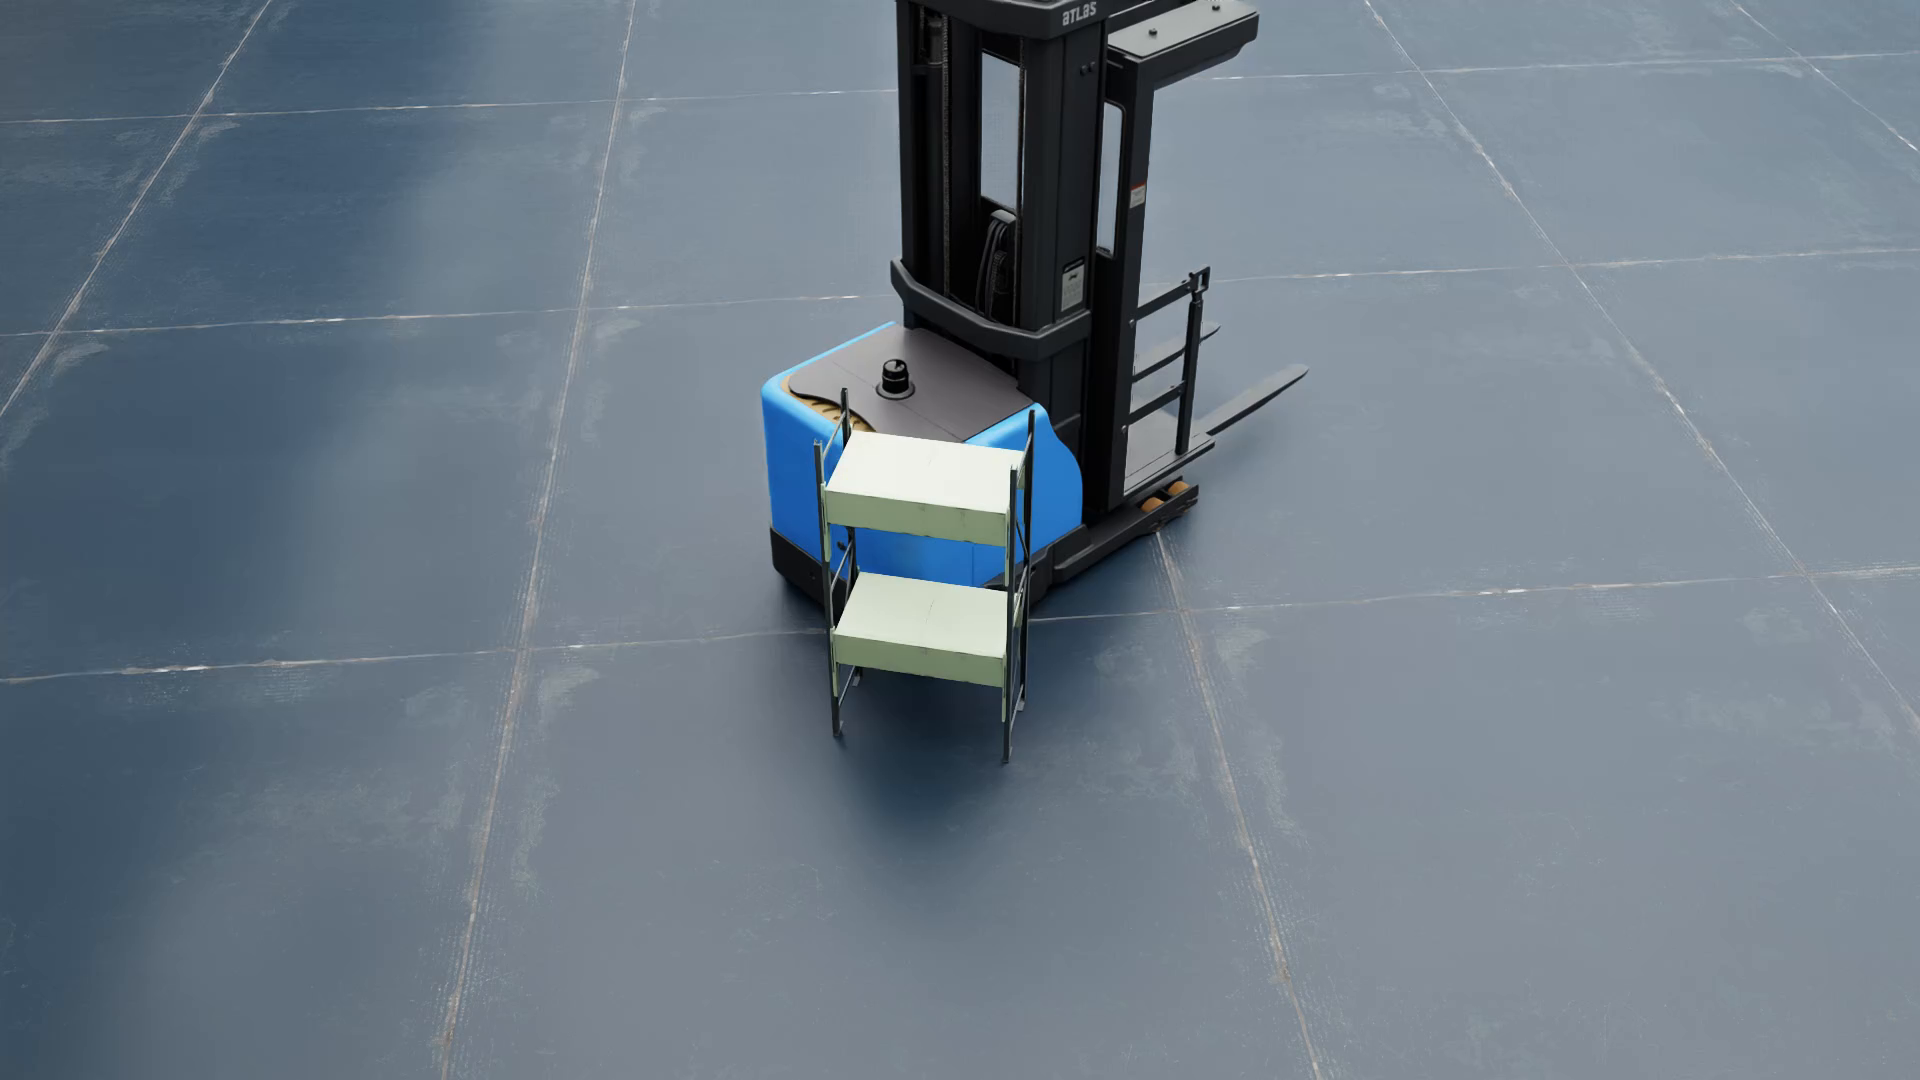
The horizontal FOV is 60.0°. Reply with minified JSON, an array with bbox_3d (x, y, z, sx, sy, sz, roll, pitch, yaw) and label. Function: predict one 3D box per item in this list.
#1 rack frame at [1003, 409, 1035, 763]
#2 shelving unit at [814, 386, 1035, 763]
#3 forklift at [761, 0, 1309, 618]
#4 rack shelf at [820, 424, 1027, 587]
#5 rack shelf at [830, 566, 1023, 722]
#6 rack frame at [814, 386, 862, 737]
[{"bbox_3d":[0.232,0.216,6.588,0.023,1.500,0.400,8,39,10],"label":"rack frame"},{"bbox_3d":[-0.125,0.168,6.649,0.755,1.500,0.431,8,39,10],"label":"shelving unit"},{"bbox_3d":[0.538,-1.401,7.482,3.031,2.935,1.130,-30,47,-33],"label":"forklift"},{"bbox_3d":[-0.125,-0.139,6.407,0.720,0.370,0.431,8,39,10],"label":"rack shelf"},{"bbox_3d":[-0.125,0.424,6.851,0.720,0.370,0.431,8,39,10],"label":"rack shelf"},{"bbox_3d":[-0.483,0.120,6.709,0.023,1.500,0.400,8,39,10],"label":"rack frame"}]
